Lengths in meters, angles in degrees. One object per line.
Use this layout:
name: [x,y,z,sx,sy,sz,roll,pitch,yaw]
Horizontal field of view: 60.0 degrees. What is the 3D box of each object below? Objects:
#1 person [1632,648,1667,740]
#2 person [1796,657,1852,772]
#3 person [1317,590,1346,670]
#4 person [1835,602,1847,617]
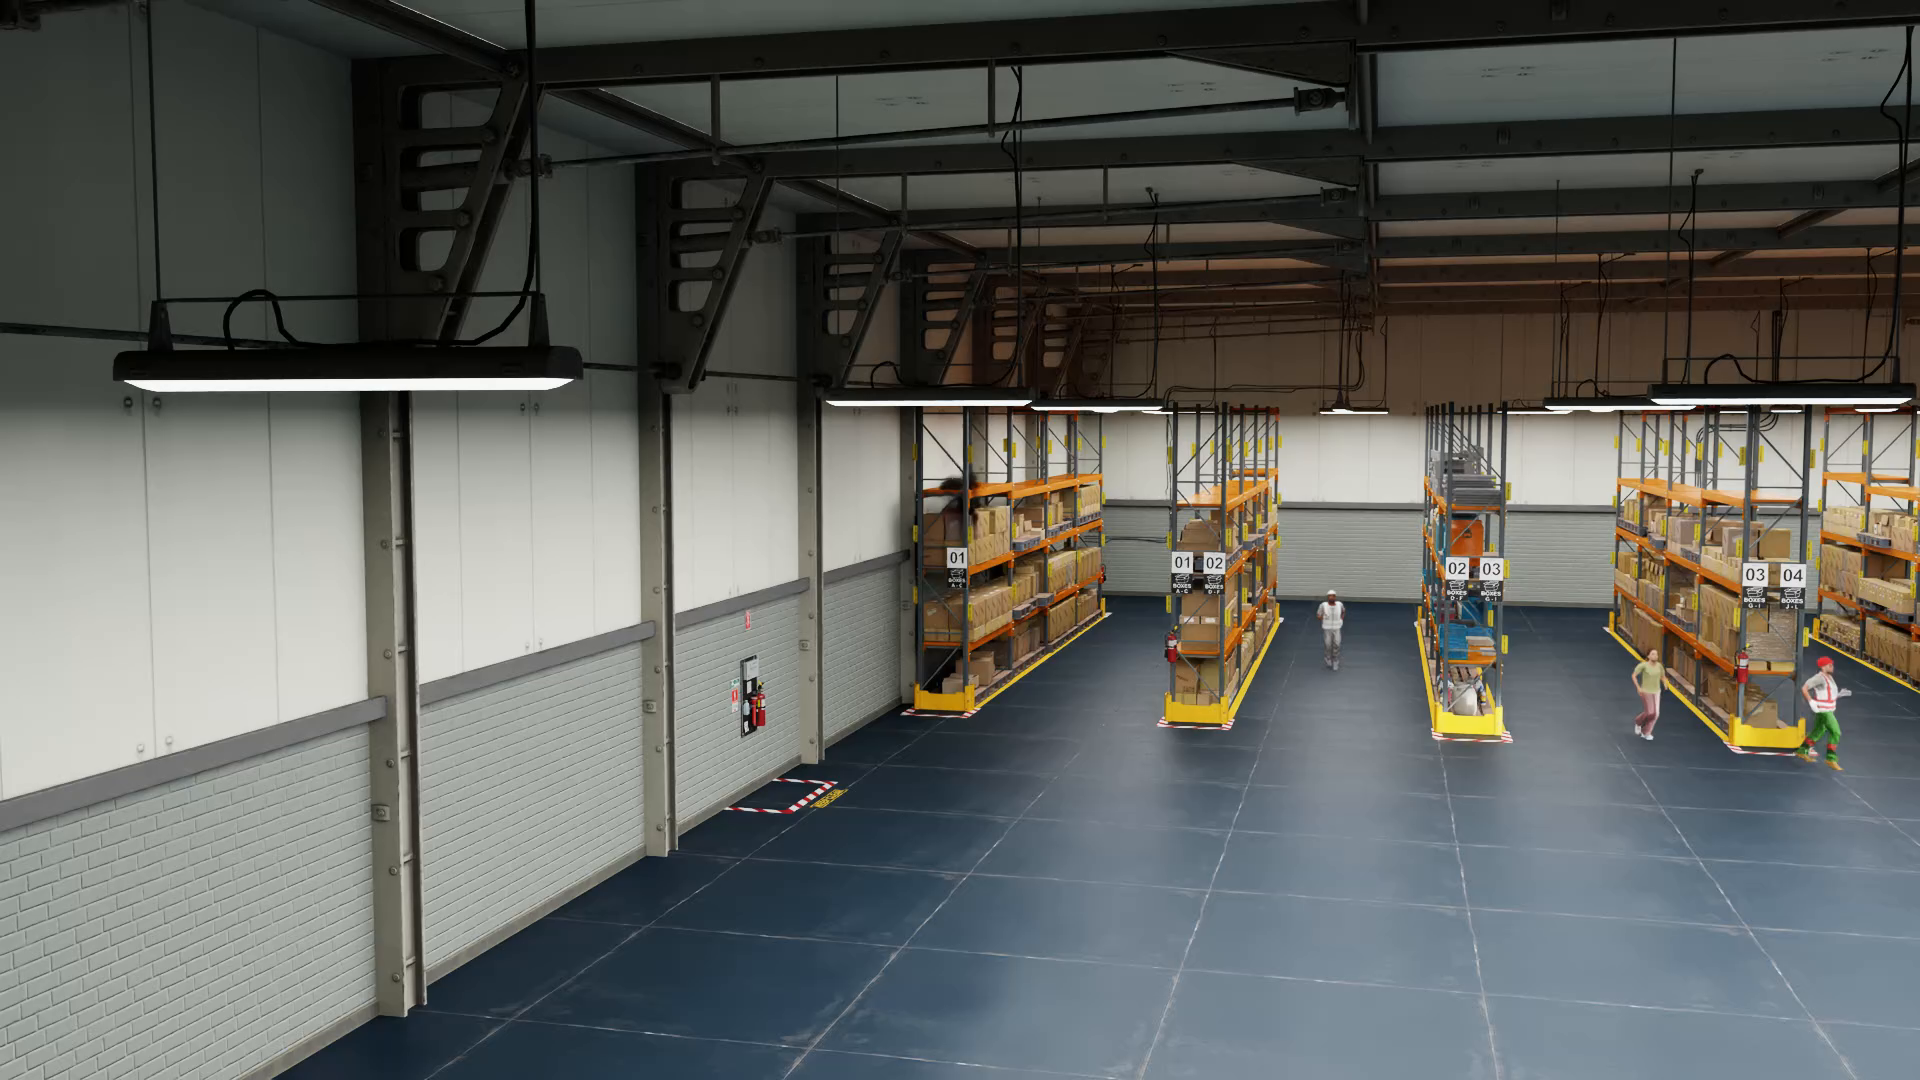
person: [12.289,2.725,29.582,0.591,1.638,0.535,-1,4,-10]
person: [14.086,2.743,27.108,0.782,1.689,0.652,3,5,39]
person: [8.450,2.059,37.820,0.666,1.836,0.682,0,4,7]
person: [23.408,1.609,43.952,0.784,1.768,0.705,4,6,43]
